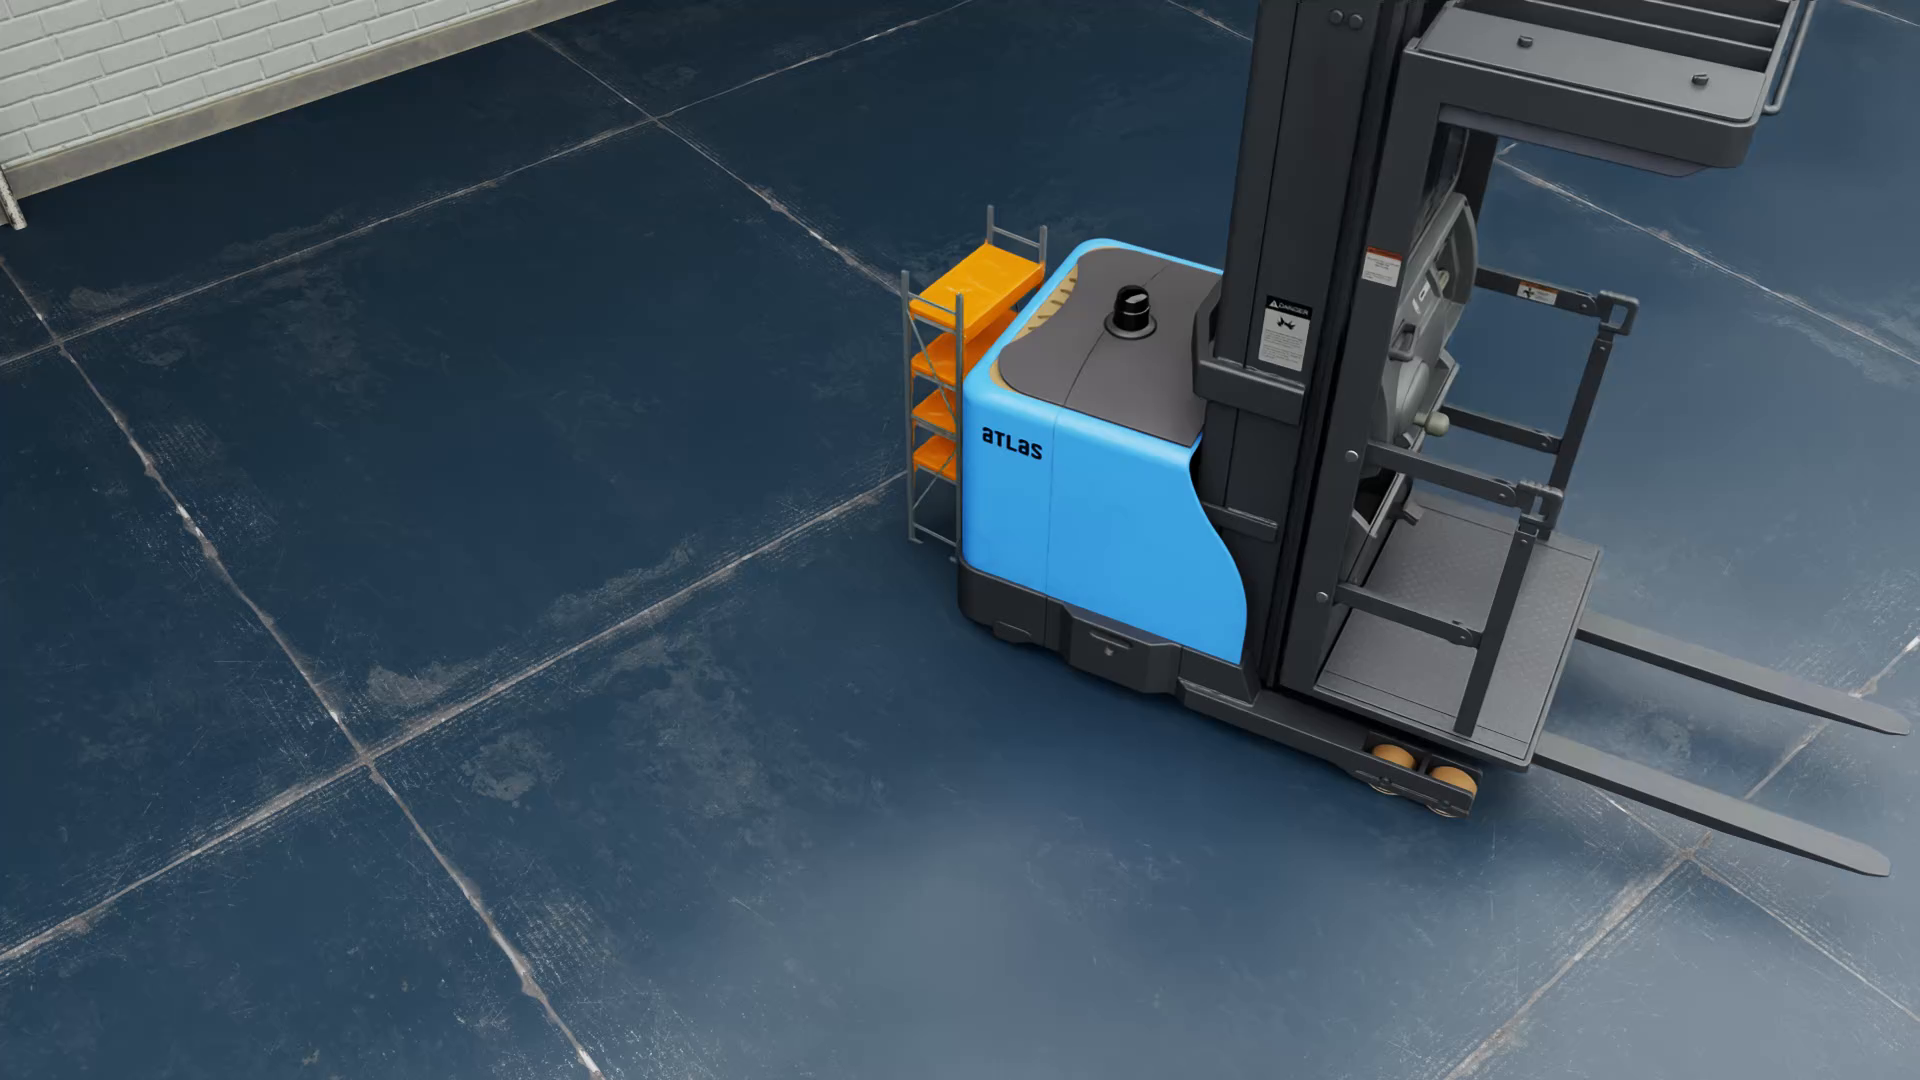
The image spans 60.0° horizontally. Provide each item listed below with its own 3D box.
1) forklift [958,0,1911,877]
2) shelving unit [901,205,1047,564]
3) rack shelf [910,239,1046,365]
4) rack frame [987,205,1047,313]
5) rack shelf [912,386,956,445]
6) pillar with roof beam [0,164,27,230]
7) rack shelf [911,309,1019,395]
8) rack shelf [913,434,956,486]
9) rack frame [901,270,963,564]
[{"bbox_3d":[1.539,-0.603,4.751,3.031,2.935,1.130,20,47,20],"label":"forklift"},{"bbox_3d":[0.052,-0.531,5.938,0.258,1.200,0.503,26,49,25],"label":"shelving unit"},{"bbox_3d":[0.052,-0.817,5.669,0.258,0.148,0.480,26,49,25],"label":"rack shelf"},{"bbox_3d":[0.194,-0.666,6.083,0.240,1.200,0.015,26,49,25],"label":"rack frame"},{"bbox_3d":[0.052,-0.482,5.985,0.258,0.148,0.480,26,49,25],"label":"rack shelf"},{"bbox_3d":[-1.874,-2.490,2.328,0.400,9.000,9.100,-30,51,-28],"label":"pillar with roof beam"},{"bbox_3d":[0.052,-0.645,5.831,0.258,0.148,0.480,26,49,25],"label":"rack shelf"},{"bbox_3d":[0.052,-0.337,6.120,0.258,0.148,0.480,26,49,25],"label":"rack shelf"},{"bbox_3d":[-0.091,-0.395,5.794,0.240,1.200,0.015,26,49,25],"label":"rack frame"}]
